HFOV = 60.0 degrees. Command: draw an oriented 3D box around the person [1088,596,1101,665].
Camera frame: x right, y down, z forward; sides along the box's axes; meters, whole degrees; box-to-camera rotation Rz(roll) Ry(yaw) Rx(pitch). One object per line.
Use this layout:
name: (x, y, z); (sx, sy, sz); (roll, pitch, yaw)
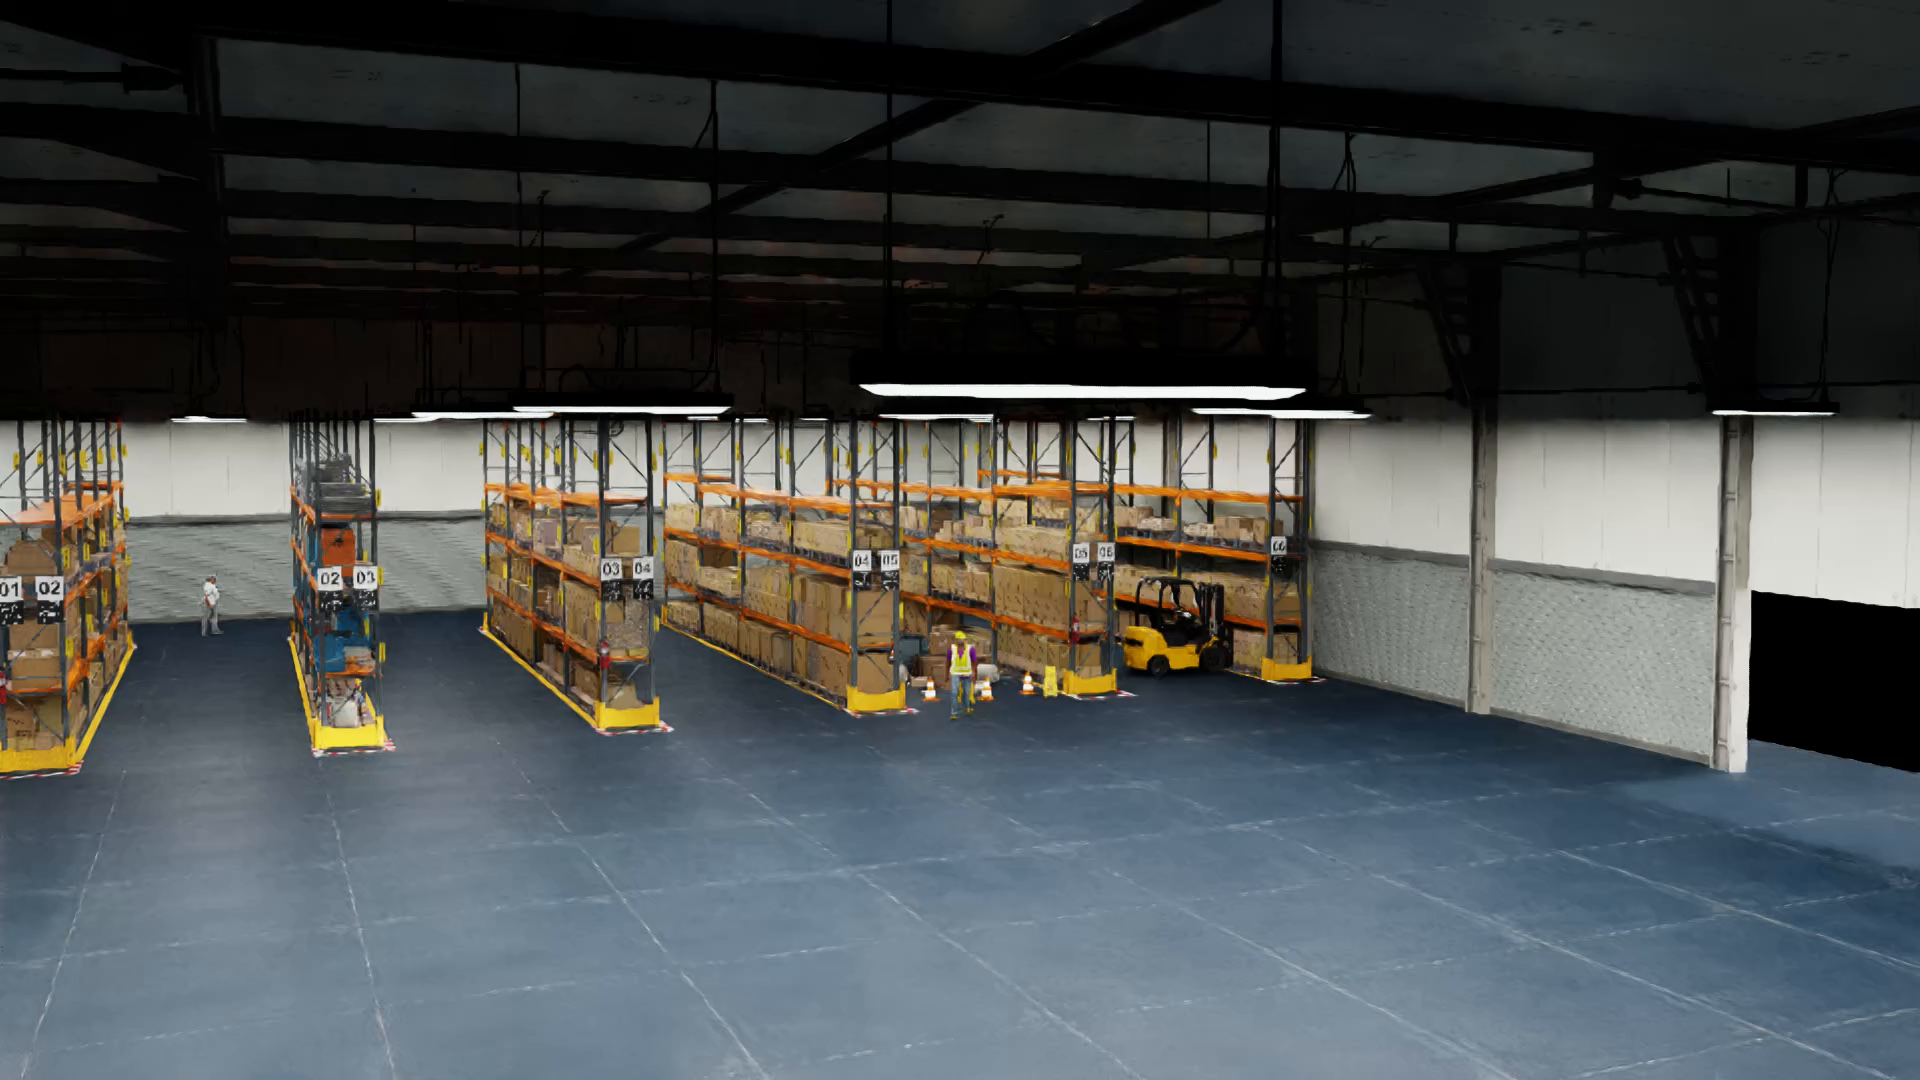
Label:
person: (3.118, 2.140, 39.315); (0.471, 1.652, 0.523); (0, 4, 7)

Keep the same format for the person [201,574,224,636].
person: (-20.287, 1.740, 44.997); (0.458, 1.666, 0.630); (0, 4, 1)

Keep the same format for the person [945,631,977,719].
person: (0.025, 2.606, 32.390); (0.618, 1.712, 0.963); (0, 4, -2)
